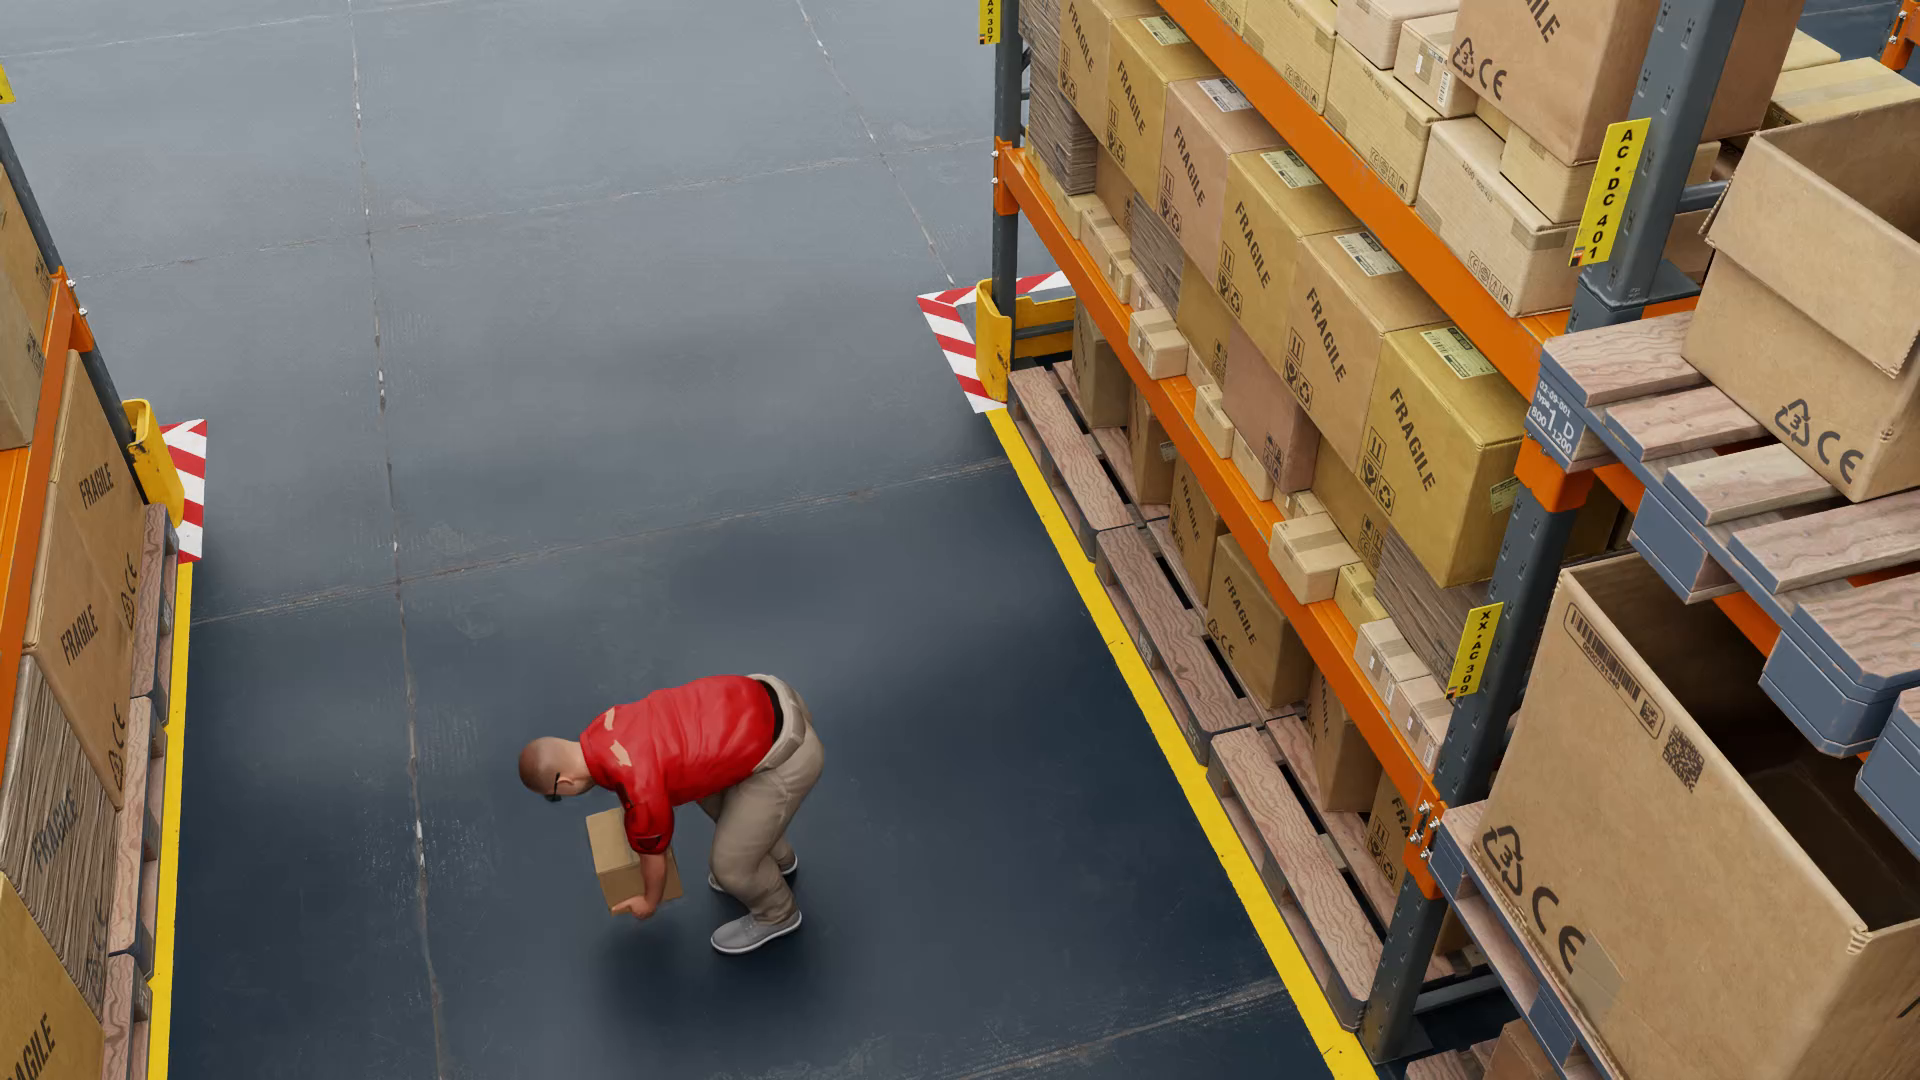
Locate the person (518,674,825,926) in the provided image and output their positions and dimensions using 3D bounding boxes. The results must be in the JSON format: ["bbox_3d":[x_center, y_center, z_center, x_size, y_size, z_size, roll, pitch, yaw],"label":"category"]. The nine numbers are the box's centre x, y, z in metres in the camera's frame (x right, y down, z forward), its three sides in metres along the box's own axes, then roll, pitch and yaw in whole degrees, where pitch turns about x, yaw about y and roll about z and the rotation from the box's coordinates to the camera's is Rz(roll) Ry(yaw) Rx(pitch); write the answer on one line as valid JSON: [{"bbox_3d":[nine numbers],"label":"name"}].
[{"bbox_3d":[-0.922,0.916,5.557,0.956,1.023,0.480,-13,44,-14],"label":"person"}]
